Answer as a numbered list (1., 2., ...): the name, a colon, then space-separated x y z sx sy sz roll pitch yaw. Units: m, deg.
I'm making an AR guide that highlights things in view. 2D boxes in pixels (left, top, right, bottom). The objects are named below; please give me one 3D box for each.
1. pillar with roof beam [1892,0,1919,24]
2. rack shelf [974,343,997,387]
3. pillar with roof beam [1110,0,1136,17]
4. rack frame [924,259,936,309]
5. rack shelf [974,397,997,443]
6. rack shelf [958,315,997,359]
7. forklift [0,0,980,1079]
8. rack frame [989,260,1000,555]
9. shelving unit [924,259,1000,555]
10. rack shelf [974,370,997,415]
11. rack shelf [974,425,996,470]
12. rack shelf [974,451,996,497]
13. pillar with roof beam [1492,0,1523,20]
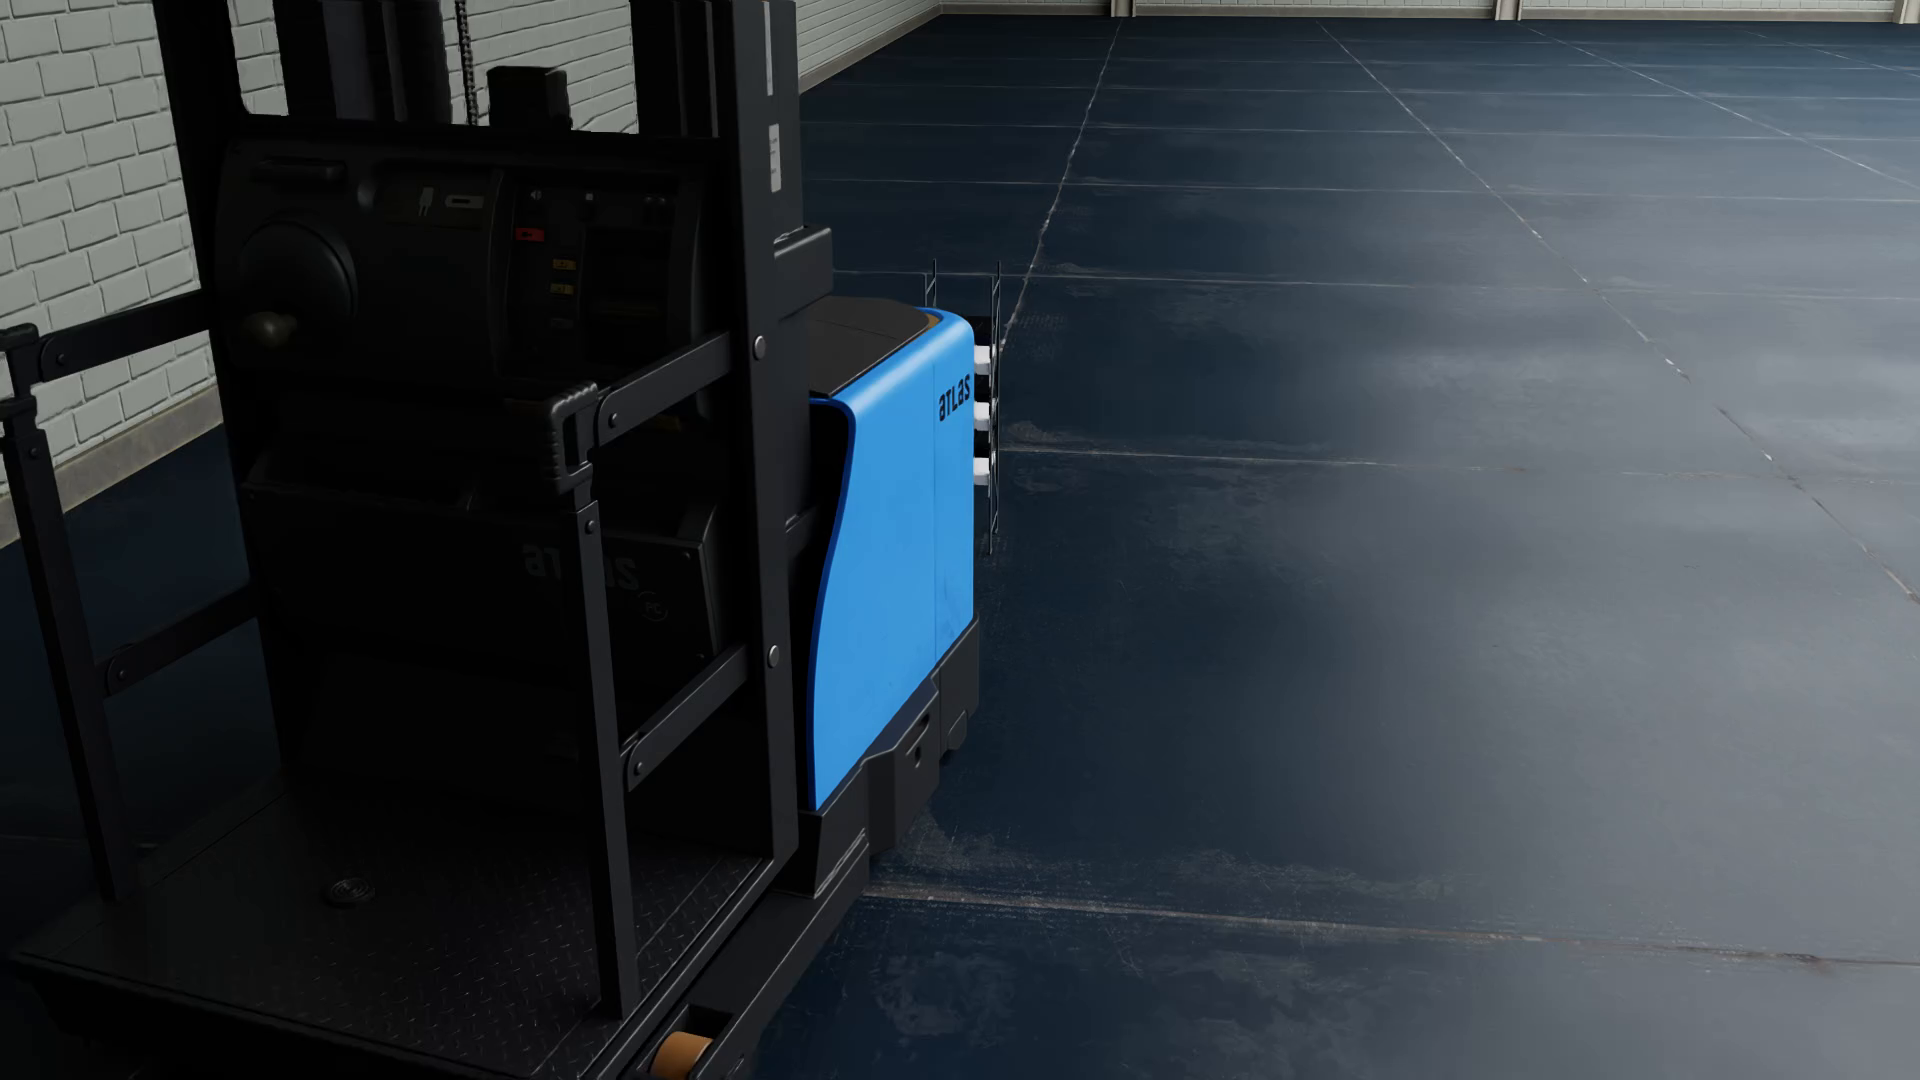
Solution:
1. pillar with roof beam: 14.041 -10.542 19.866 0.400 9.000 9.100 2 22 6
2. rack shelf: 0.008 -0.555 5.220 0.200 0.077 0.258 2 22 6
3. pillar with roof beam: 2.124 -11.062 21.179 0.400 9.000 9.100 2 22 6
4. rack frame: -0.093 -0.423 5.285 0.006 0.900 0.240 2 22 6
5. rack shelf: 0.008 -0.387 5.286 0.200 0.077 0.258 2 22 6
6. rack shelf: 0.008 -0.638 5.186 0.200 0.077 0.258 2 22 6
7. forklift: -0.912 -0.446 2.582 1.130 2.935 3.031 7 23 18
8. rack frame: 0.109 -0.414 5.262 0.006 0.900 0.240 2 22 6
9. shelving unit: 0.008 -0.418 5.273 0.210 0.900 0.258 2 22 6
10. rack shelf: 0.008 -0.471 5.253 0.200 0.077 0.258 2 22 6
11. rack shelf: 0.008 -0.303 5.319 0.200 0.077 0.258 2 22 6
12. rack shelf: 0.008 -0.220 5.352 0.200 0.077 0.258 2 22 6
13. pillar with roof beam: 8.083 -10.802 20.523 0.400 9.000 9.100 2 22 6
